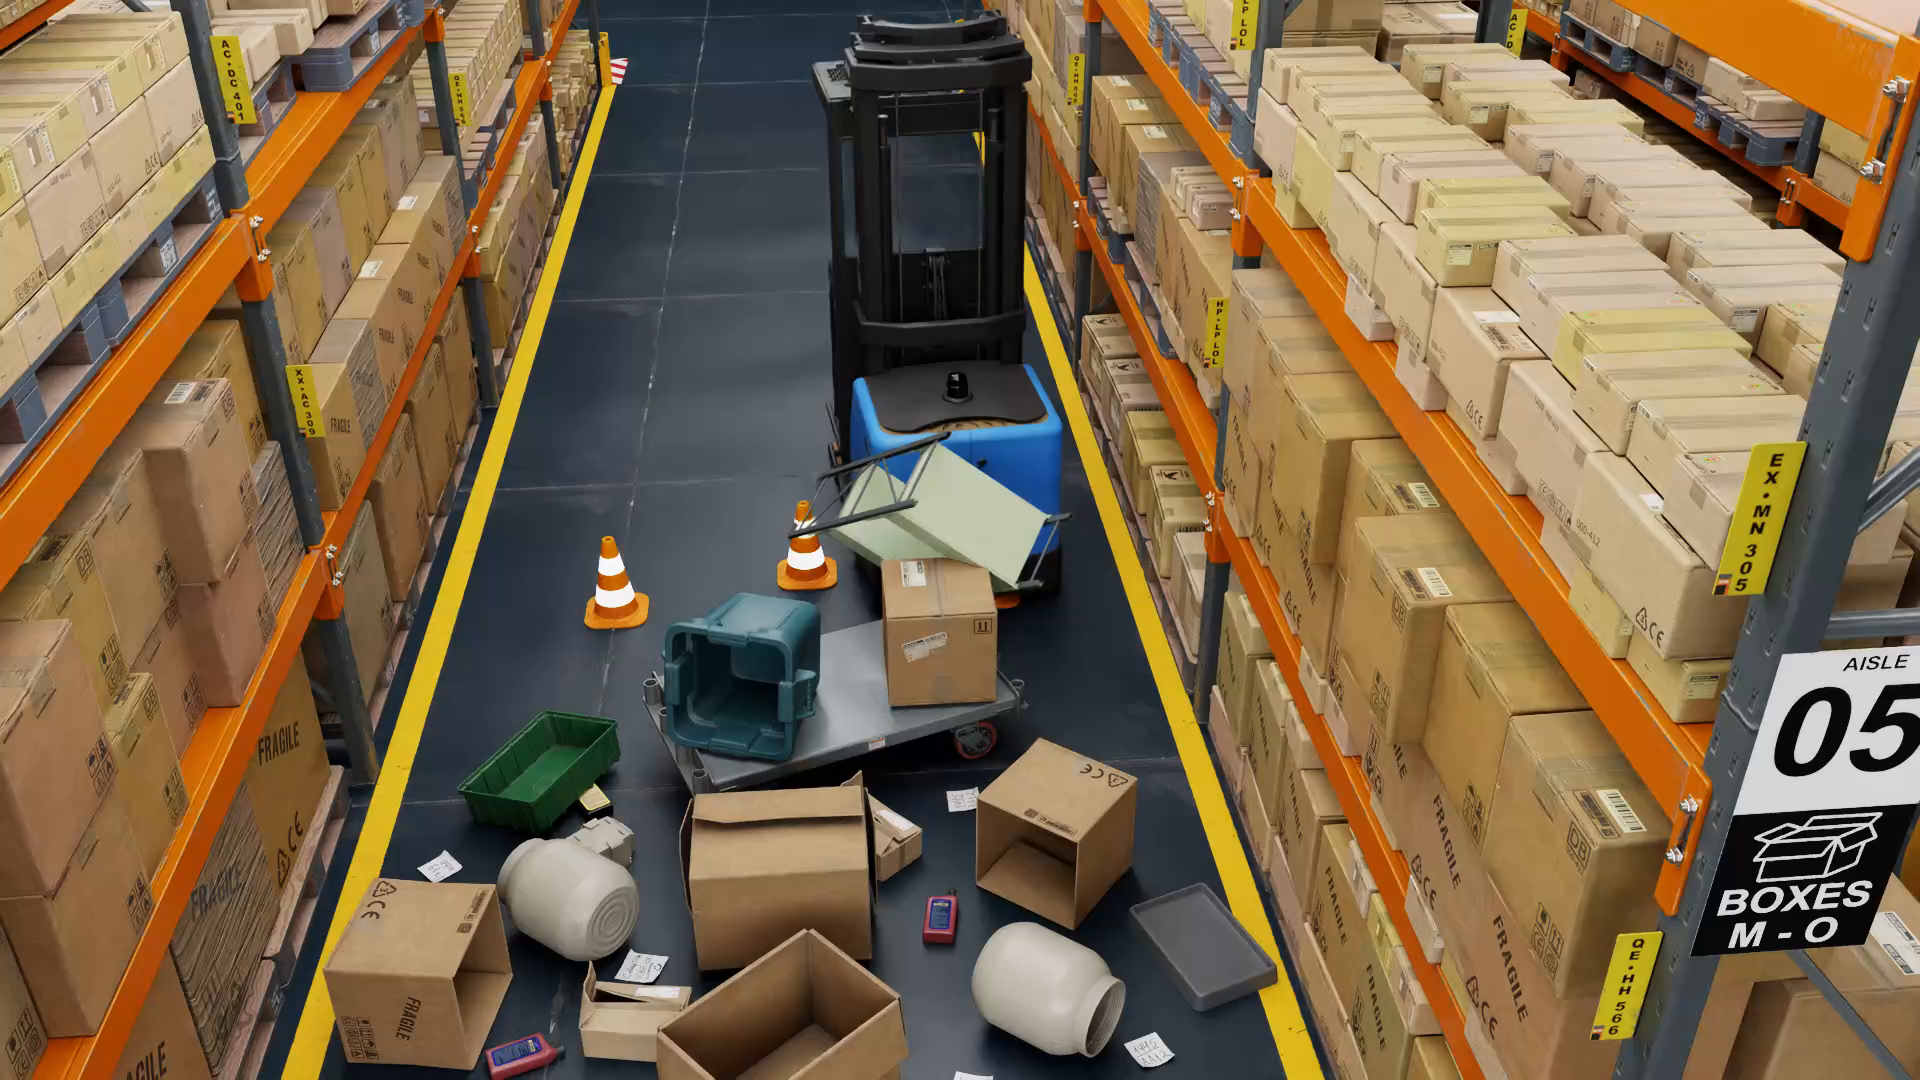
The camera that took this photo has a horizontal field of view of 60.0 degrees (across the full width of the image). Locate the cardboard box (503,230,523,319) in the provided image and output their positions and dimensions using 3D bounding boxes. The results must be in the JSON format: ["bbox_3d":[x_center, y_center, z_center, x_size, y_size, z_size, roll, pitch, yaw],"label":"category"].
[{"bbox_3d":[-3.488,-1.917,12.062,0.500,0.500,0.500,-2,31,-4],"label":"cardboard box"}]

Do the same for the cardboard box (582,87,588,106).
[{"bbox_3d":[-3.930,-4.444,16.635,0.380,0.149,0.250,-4,31,-7],"label":"cardboard box"}]

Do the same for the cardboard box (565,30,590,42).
[{"bbox_3d":[-4.071,-5.218,17.351,0.380,0.149,0.250,-2,31,-4],"label":"cardboard box"}]

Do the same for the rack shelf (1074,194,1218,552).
[{"bbox_3d":[1.480,-1.139,9.433,1.077,0.370,4.000,-3,31,-5],"label":"rack shelf"}]

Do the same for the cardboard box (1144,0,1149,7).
[{"bbox_3d":[1.372,-3.315,9.352,0.700,0.500,0.500,-3,31,-5],"label":"cardboard box"}]

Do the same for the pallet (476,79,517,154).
[{"bbox_3d":[-3.851,-3.106,12.212,1.003,0.211,1.213,-3,31,-5],"label":"pallet"}]

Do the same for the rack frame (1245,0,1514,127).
[{"bbox_3d":[1.667,-3.002,6.001,1.000,3.000,0.127,-3,31,-5],"label":"rack frame"}]

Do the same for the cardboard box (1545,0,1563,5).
[{"bbox_3d":[5.571,-5.062,15.156,0.500,0.250,0.500,-2,31,-3],"label":"cardboard box"}]

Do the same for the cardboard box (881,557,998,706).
[{"bbox_3d":[-0.102,0.422,7.817,0.500,0.500,0.500,-3,31,-5],"label":"cardboard box"}]

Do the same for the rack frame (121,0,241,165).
[{"bbox_3d":[-3.252,-2.713,5.517,1.000,3.000,0.127,-3,31,-5],"label":"rack frame"}]

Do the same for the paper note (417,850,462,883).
[{"bbox_3d":[-2.287,1.437,7.315,0.142,0.020,0.147,27,40,37],"label":"paper note"}]

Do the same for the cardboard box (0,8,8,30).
[{"bbox_3d":[-8.744,-4.629,14.819,0.380,0.149,0.250,-3,31,-5],"label":"cardboard box"}]

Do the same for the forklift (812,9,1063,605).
[{"bbox_3d":[-0.224,-1.638,9.634,1.130,2.935,3.031,-6,31,-9],"label":"forklift"}]

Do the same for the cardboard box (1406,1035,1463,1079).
[{"bbox_3d":[1.706,1.897,5.189,0.500,0.500,0.500,-3,31,-4],"label":"cardboard box"}]

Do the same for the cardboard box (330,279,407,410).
[{"bbox_3d":[-3.125,-0.975,8.360,0.500,0.500,0.500,-3,31,-5],"label":"cardboard box"}]

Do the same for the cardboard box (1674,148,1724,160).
[{"bbox_3d":[5.841,-3.012,13.264,0.380,0.149,0.250,-4,31,-7],"label":"cardboard box"}]

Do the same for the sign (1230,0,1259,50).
[{"bbox_3d":[1.115,-2.077,6.489,0.100,0.325,0.005,-3,31,-5],"label":"sign"}]

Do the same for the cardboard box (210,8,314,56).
[{"bbox_3d":[-3.124,-2.269,7.436,0.380,0.149,0.250,-3,31,-5],"label":"cardboard box"}]

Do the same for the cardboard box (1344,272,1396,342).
[{"bbox_3d":[1.485,-0.773,5.439,0.380,0.149,0.250,-3,31,-6],"label":"cardboard box"}]

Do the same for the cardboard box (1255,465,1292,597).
[{"bbox_3d":[1.501,-0.104,6.611,0.500,0.500,0.500,-3,31,-5],"label":"cardboard box"}]

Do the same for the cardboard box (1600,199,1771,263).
[{"bbox_3d":[2.100,-0.876,4.834,0.380,0.149,0.250,-2,31,-4],"label":"cardboard box"}]

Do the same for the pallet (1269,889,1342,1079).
[{"bbox_3d":[1.882,1.736,6.638,1.003,0.211,1.213,-3,31,-5],"label":"pallet"}]

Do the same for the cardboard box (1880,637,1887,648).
[{"bbox_3d":[2.220,0.121,3.942,0.380,0.149,0.250,-4,31,-6],"label":"cardboard box"}]

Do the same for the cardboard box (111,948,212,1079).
[{"bbox_3d":[-3.092,1.844,5.400,0.875,0.875,0.875,-3,31,-5],"label":"cardboard box"}]

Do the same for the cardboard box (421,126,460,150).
[{"bbox_3d":[-3.471,-2.636,10.784,0.380,0.149,0.250,-1,31,-2],"label":"cardboard box"}]

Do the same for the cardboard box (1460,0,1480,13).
[{"bbox_3d":[5.450,-5.585,18.199,0.797,0.503,0.637,-4,31,-7],"label":"cardboard box"}]

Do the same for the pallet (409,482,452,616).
[{"bbox_3d":[-3.516,0.045,9.469,1.003,0.211,1.213,-3,31,-5],"label":"pallet"}]

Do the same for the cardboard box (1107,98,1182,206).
[{"bbox_3d":[1.161,-2.313,9.900,0.500,0.500,0.500,-1,31,-2],"label":"cardboard box"}]

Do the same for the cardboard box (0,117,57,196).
[{"bbox_3d":[-2.783,-1.067,4.647,0.380,0.149,0.250,-3,31,-5],"label":"cardboard box"}]

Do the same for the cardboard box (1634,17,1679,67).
[{"bbox_3d":[5.806,-4.051,13.100,0.700,0.500,0.500,-3,31,-5],"label":"cardboard box"}]

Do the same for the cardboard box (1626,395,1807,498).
[{"bbox_3d":[1.729,-0.199,3.700,0.380,0.149,0.250,-2,31,-4],"label":"cardboard box"}]

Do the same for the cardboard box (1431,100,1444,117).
[{"bbox_3d":[1.977,-1.564,6.375,0.500,0.250,0.500,-3,31,-5],"label":"cardboard box"}]

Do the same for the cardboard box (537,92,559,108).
[{"bbox_3d":[-3.912,-4.022,15.349,0.380,0.149,0.250,-4,31,-6],"label":"cardboard box"}]

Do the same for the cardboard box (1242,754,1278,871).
[{"bbox_3d":[1.515,1.160,7.155,0.500,0.250,0.500,-1,31,-2],"label":"cardboard box"}]

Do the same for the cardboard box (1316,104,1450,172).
[{"bbox_3d":[1.439,-1.370,5.661,0.380,0.149,0.250,-3,31,-5],"label":"cardboard box"}]

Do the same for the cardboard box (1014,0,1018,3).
[{"bbox_3d":[0.675,-4.745,13.696,0.500,0.500,0.500,-2,31,-4],"label":"cardboard box"}]

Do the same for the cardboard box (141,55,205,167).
[{"bbox_3d":[-2.950,-1.473,5.715,0.500,0.250,0.500,-3,31,-5],"label":"cardboard box"}]

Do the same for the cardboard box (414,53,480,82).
[{"bbox_3d":[-3.573,-3.289,11.586,0.380,0.149,0.250,-1,31,-2],"label":"cardboard box"}]

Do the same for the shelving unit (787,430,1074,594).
[{"bbox_3d":[-0.186,-0.068,8.302,1.500,0.755,0.431,-12,49,62],"label":"shelving unit"}]

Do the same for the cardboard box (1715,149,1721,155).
[{"bbox_3d":[6.340,-3.173,13.532,0.380,0.149,0.250,-4,31,-7],"label":"cardboard box"}]

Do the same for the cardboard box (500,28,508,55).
[{"bbox_3d":[-3.689,-3.828,12.779,0.380,0.149,0.250,-4,31,-6],"label":"cardboard box"}]

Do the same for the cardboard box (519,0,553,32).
[{"bbox_3d":[-3.795,-4.658,14.235,0.500,0.500,0.500,-3,31,-5],"label":"cardboard box"}]

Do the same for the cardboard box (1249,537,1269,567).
[{"bbox_3d":[1.452,-0.016,7.097,0.380,0.149,0.250,-2,31,-3],"label":"cardboard box"}]

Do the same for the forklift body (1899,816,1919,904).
[{"bbox_3d":[4.989,0.860,6.213,2.313,2.155,1.214,-3,31,-5],"label":"forklift body"}]

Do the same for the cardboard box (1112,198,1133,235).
[{"bbox_3d":[1.116,-1.937,9.903,0.380,0.149,0.250,-3,31,-4],"label":"cardboard box"}]

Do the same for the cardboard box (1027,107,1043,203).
[{"bbox_3d":[1.057,-3.466,14.291,0.875,0.875,0.875,-2,31,-3],"label":"cardboard box"}]

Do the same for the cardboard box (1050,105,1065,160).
[{"bbox_3d":[0.924,-2.910,11.843,0.500,0.250,0.500,-2,31,-4],"label":"cardboard box"}]

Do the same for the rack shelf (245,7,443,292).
[{"bbox_3d":[-3.439,-2.138,8.180,1.077,0.370,4.000,-3,31,-5],"label":"rack shelf"}]

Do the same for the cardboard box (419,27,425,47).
[{"bbox_3d":[-4.370,-3.935,12.958,0.380,0.149,0.250,-2,31,-3],"label":"cardboard box"}]

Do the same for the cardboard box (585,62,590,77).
[{"bbox_3d":[-3.989,-4.827,16.987,0.380,0.149,0.250,-4,31,-7],"label":"cardboard box"}]

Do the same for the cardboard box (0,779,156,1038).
[{"bbox_3d":[-2.958,1.081,4.869,0.875,0.550,0.550,-3,31,-5],"label":"cardboard box"}]

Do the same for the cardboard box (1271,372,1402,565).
[{"bbox_3d":[1.538,-0.272,5.917,0.700,0.500,0.500,-3,31,-6],"label":"cardboard box"}]

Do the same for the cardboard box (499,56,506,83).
[{"bbox_3d":[-3.664,-3.572,12.640,0.380,0.149,0.250,-4,31,-7],"label":"cardboard box"}]

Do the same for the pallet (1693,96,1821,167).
[{"bbox_3d":[6.102,-2.969,11.982,1.213,0.211,1.003,-3,31,-5],"label":"pallet"}]

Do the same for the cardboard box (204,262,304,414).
[{"bbox_3d":[-3.304,-0.863,7.197,0.700,0.500,0.500,-3,31,-5],"label":"cardboard box"}]
